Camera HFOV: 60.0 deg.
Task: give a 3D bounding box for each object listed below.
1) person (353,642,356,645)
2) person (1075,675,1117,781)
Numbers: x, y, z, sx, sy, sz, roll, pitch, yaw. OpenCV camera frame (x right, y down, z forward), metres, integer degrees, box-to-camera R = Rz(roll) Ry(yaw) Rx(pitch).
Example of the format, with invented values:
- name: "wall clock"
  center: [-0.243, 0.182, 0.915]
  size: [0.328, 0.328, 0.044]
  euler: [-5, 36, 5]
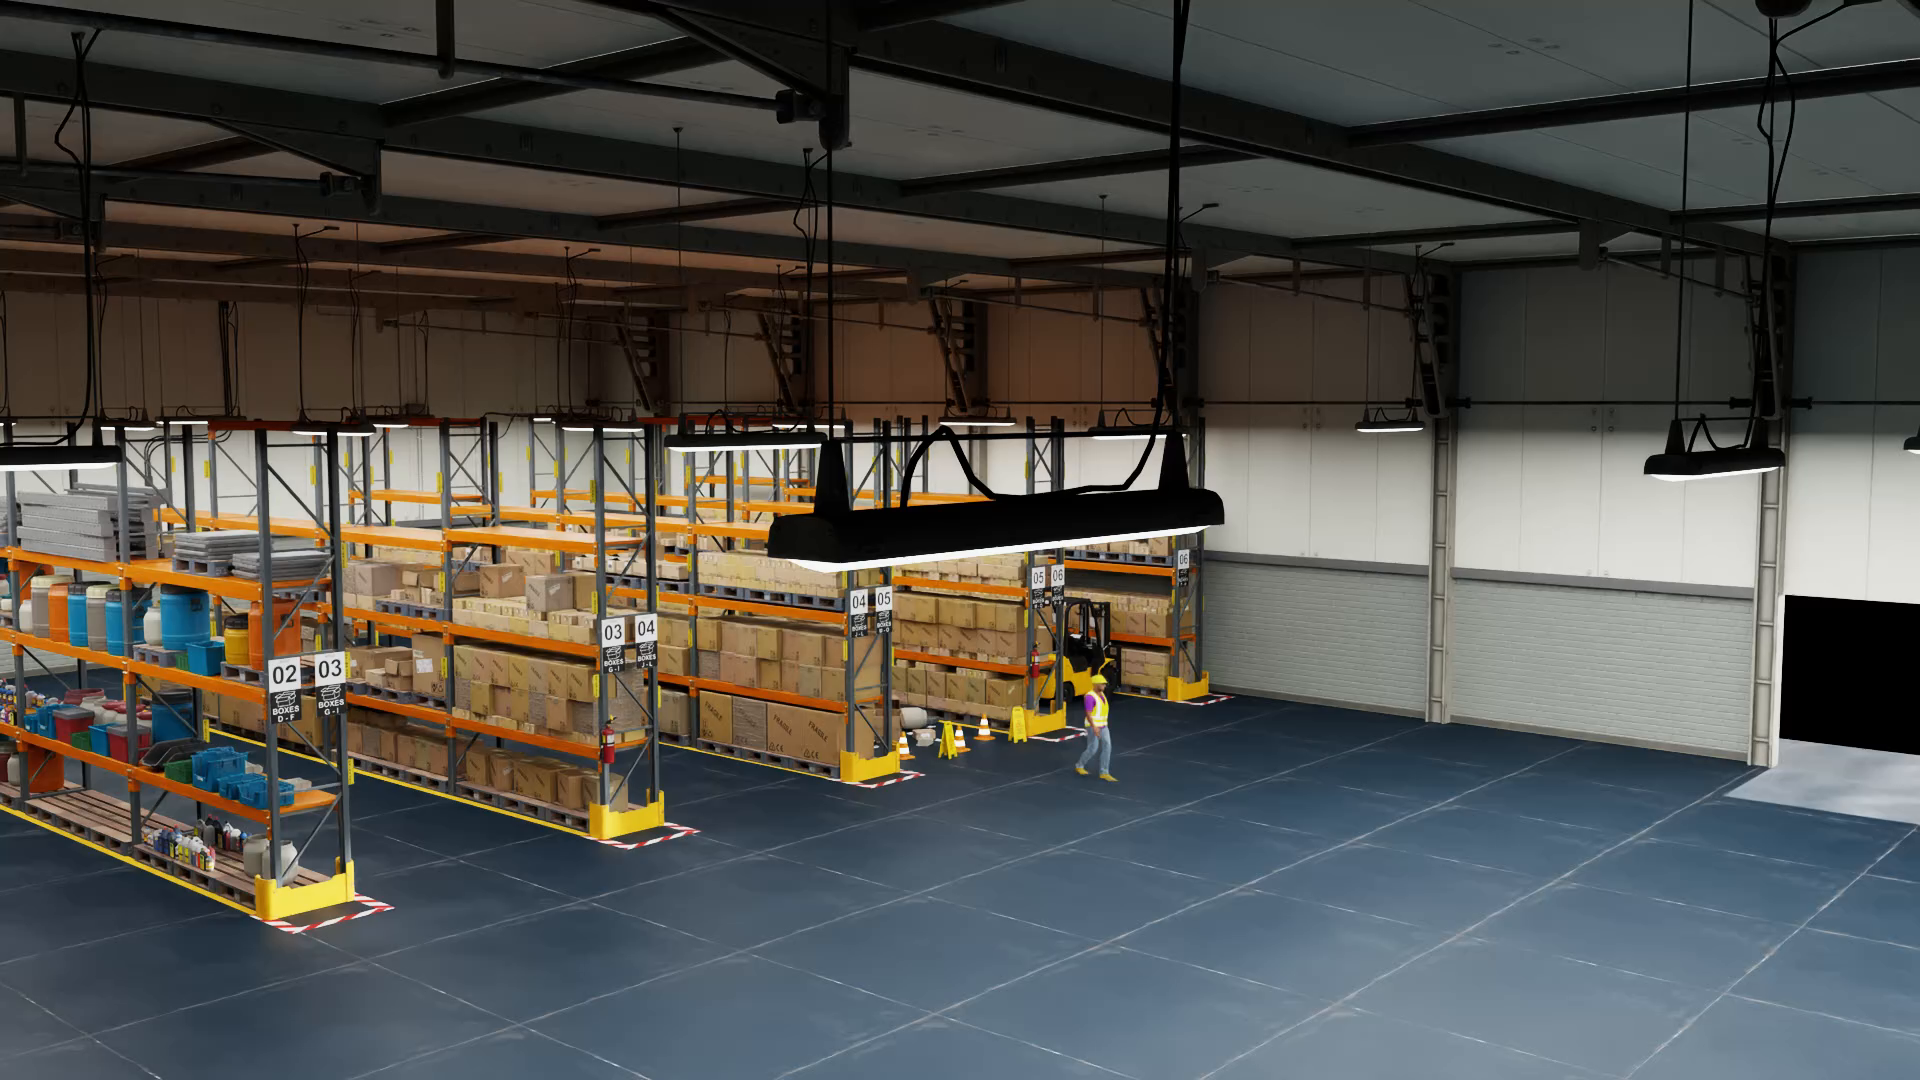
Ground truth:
- name: "person"
  center: [-12.524, 2.635, 33.825]
  size: [0.568, 1.768, 0.503]
  euler: [-2, 5, -18]
- name: "person"
  center: [2.315, 3.153, 27.989]
  size: [0.774, 1.765, 0.665]
  euler: [3, 6, 33]
